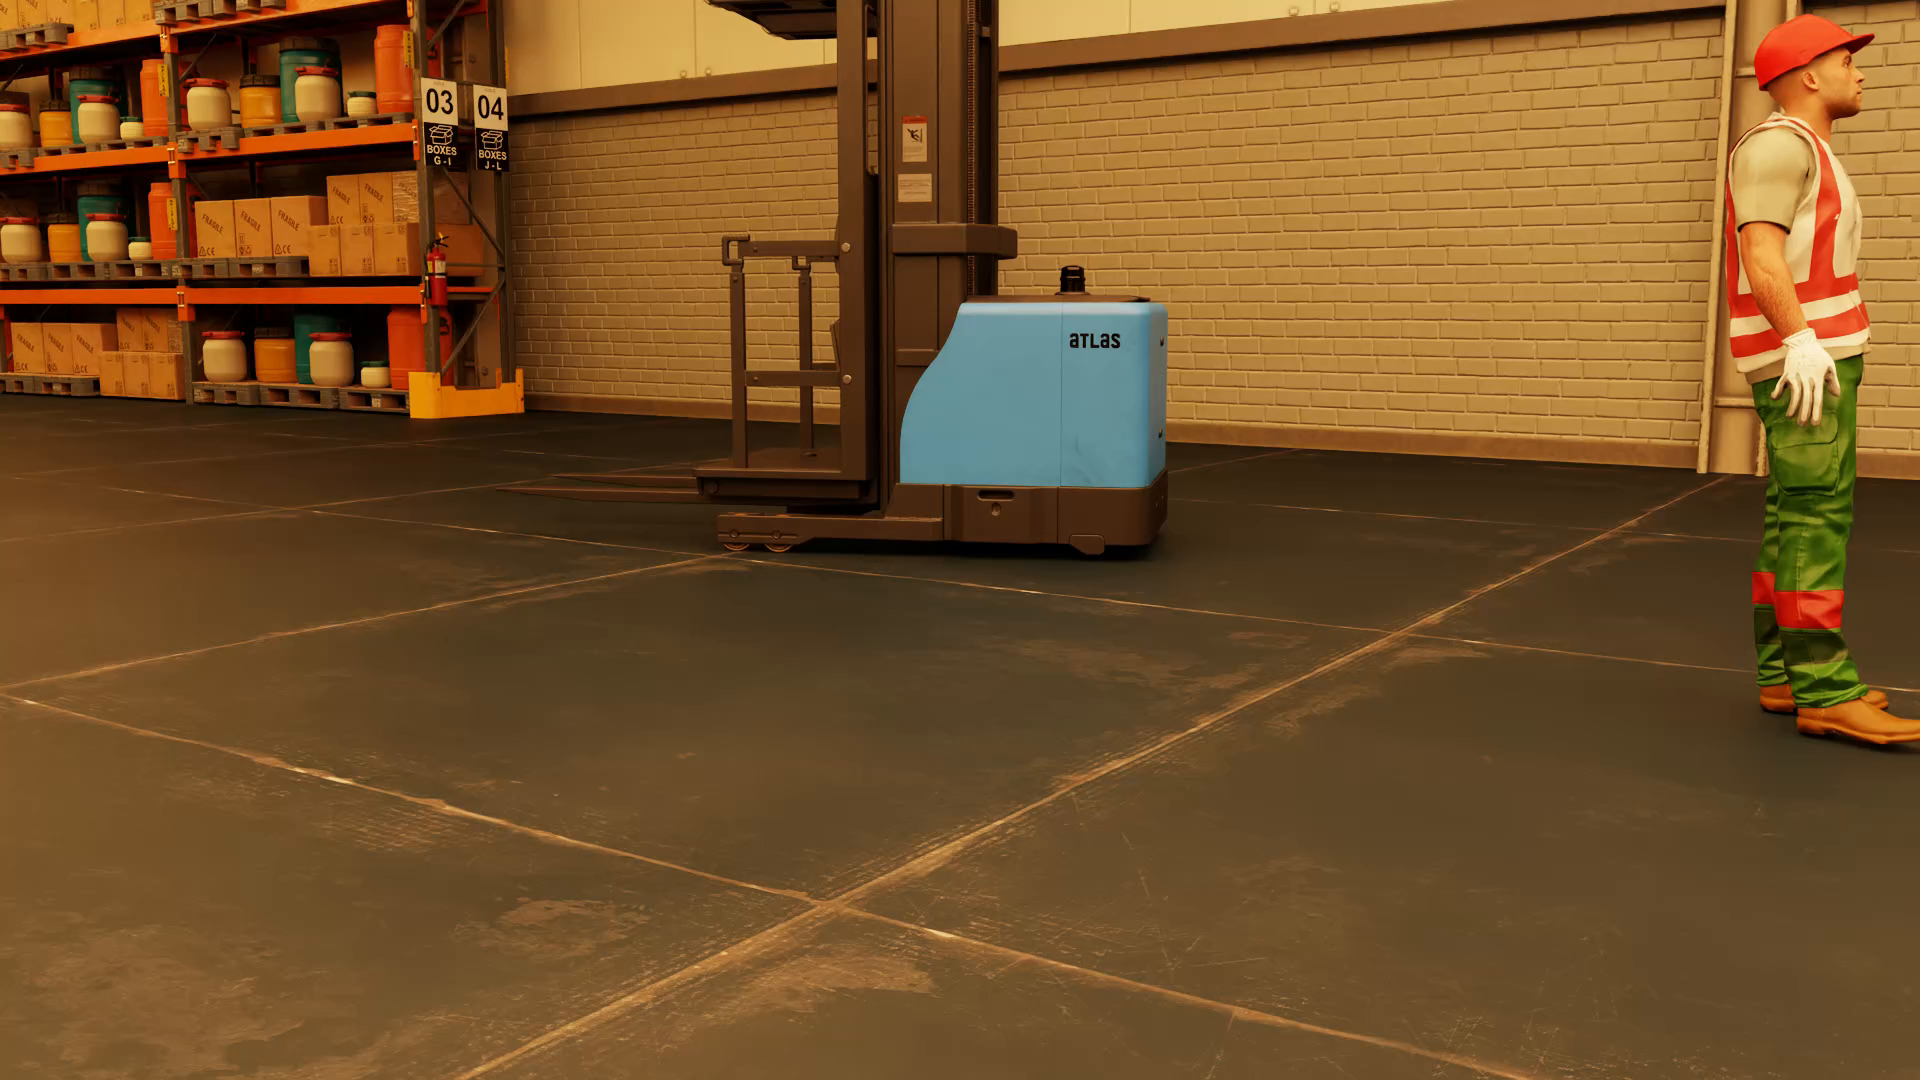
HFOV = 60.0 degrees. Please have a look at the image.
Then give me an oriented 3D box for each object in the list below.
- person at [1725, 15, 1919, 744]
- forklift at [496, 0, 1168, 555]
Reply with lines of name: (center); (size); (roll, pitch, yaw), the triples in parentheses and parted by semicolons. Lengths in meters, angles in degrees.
person: (2.236, -0.431, 4.232); (0.563, 1.788, 0.638); (5, 10, 33)
forklift: (-0.596, -1.469, 7.520); (3.031, 2.935, 1.130); (2, 8, 12)
